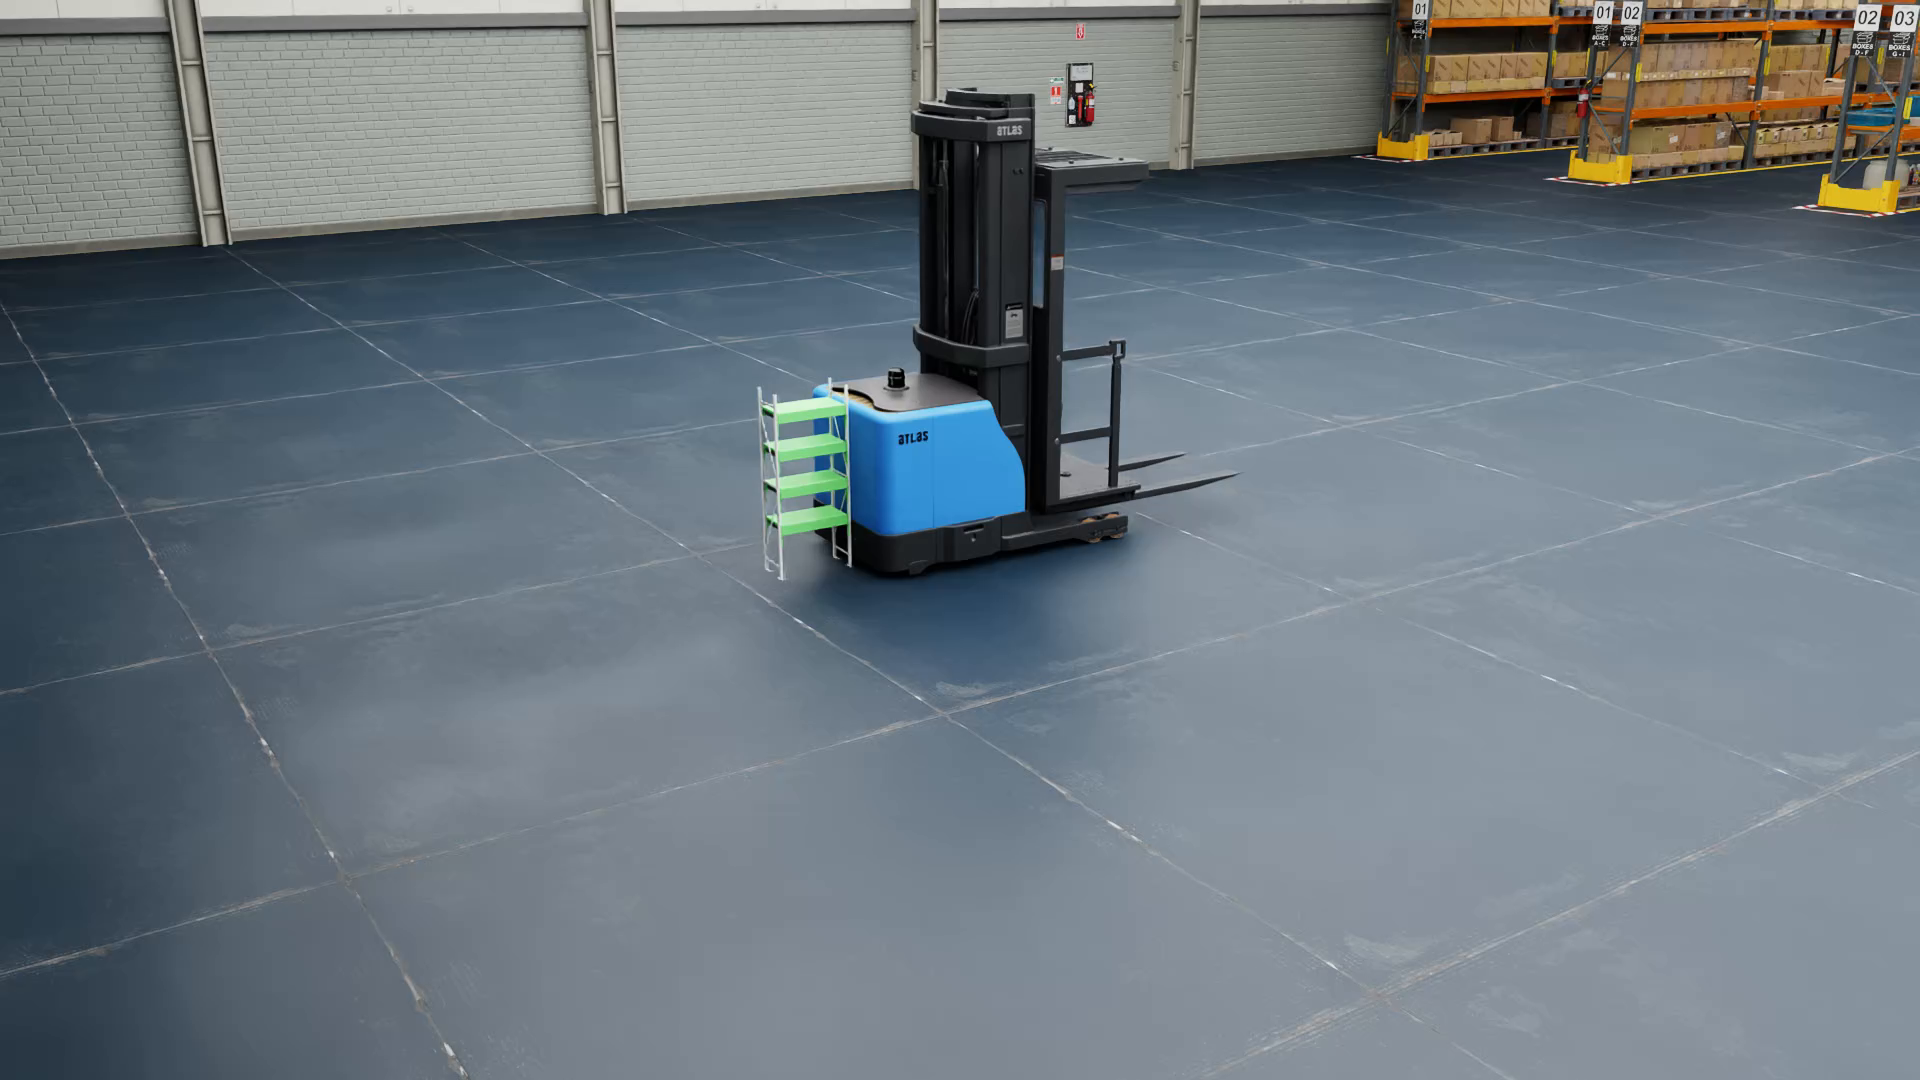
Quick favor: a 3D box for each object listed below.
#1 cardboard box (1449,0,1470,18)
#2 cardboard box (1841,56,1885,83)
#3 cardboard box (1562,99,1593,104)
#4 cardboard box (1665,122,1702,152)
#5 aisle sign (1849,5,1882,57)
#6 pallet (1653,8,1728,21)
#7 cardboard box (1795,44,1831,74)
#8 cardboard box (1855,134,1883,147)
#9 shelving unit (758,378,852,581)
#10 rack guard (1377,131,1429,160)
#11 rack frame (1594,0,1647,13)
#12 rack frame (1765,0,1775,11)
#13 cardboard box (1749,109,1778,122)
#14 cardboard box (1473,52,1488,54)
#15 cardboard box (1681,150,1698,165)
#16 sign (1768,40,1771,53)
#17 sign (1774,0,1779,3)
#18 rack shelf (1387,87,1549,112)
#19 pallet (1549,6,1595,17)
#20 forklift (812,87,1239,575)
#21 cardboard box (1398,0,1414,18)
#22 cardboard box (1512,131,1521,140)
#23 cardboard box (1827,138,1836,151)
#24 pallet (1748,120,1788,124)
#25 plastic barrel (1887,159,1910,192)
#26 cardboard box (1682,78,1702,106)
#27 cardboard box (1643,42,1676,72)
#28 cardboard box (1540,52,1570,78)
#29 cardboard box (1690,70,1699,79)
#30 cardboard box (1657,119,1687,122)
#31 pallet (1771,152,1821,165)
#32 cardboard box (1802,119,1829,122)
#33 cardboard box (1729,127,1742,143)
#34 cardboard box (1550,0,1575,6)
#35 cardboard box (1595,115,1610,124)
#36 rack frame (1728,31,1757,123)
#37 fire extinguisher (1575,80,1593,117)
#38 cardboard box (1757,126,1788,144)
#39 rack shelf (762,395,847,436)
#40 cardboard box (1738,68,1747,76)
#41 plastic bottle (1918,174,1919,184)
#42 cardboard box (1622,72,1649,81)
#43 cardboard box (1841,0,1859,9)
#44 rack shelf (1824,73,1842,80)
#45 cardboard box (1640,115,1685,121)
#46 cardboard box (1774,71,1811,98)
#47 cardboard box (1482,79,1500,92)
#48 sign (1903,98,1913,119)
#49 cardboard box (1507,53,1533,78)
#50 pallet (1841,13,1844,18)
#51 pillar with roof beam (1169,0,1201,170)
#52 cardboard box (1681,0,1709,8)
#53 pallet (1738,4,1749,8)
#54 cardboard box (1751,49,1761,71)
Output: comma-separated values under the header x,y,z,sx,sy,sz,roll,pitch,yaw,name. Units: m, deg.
x,y,z,sx,sy,sz,roll,pitch,yaw,name
10.189,-11.078,34.460,0.500,0.500,0.500,-10,21,-28,cardboard box
19.177,-9.996,35.316,0.700,0.500,0.500,14,23,35,cardboard box
14.048,-9.913,37.928,0.500,0.250,0.500,-13,22,-33,cardboard box
13.856,-7.749,31.950,0.500,0.500,0.500,-12,22,-31,cardboard box
14.529,-8.172,26.674,0.004,0.787,0.394,-12,22,-31,aisle sign
13.656,-9.912,31.335,1.213,0.211,1.003,-12,22,-31,pallet
21.644,-12.260,42.358,0.700,0.700,0.980,-12,22,-32,cardboard box
19.250,-8.636,35.323,0.500,0.500,0.500,-11,22,-29,cardboard box
-0.976,-0.384,10.507,0.503,1.200,0.258,-11,22,-29,shelving unit
9.367,-8.353,35.171,0.348,0.500,1.175,-12,22,-31,rack guard
12.031,-11.041,29.853,0.127,3.000,1.000,-12,22,-31,rack frame
15.372,-11.746,31.937,0.127,3.000,1.000,-12,22,-31,rack frame
20.007,-10.756,41.625,0.500,0.500,0.700,-12,22,-31,cardboard box
11.284,-10.318,36.115,0.500,0.500,0.500,-11,22,-30,cardboard box
13.855,-7.394,32.071,0.500,0.250,0.500,-12,22,-31,cardboard box
19.632,-12.005,40.386,0.005,0.325,0.100,-12,22,-31,sign
15.678,-10.459,31.884,0.005,0.325,0.100,-12,22,-31,sign
10.974,-9.535,35.889,4.000,0.370,1.077,-12,22,-31,rack shelf
13.218,-11.640,36.602,1.003,0.211,1.213,-12,22,-31,pallet
0.547,-1.499,11.103,3.031,2.935,1.130,-11,22,-29,forklift
9.513,-11.143,34.649,0.500,0.500,0.500,-10,21,-28,cardboard box
12.214,-8.992,36.896,0.250,0.166,0.380,-16,24,-38,cardboard box
17.979,-8.255,34.617,0.500,0.250,0.500,-12,22,-32,cardboard box
20.004,-10.429,41.764,1.213,0.211,1.003,-12,22,-31,pallet
15.679,-6.119,27.889,0.421,0.512,0.421,0,19,0,plastic barrel
13.720,-8.599,31.840,0.500,0.500,0.700,-11,22,-30,cardboard box
12.909,-9.043,31.129,0.500,0.500,0.700,-13,22,-33,cardboard box
13.088,-10.564,36.967,0.500,0.500,0.700,-12,22,-31,cardboard box
13.762,-8.836,31.528,0.250,0.149,0.380,-12,22,-31,cardboard box
13.977,-7.981,32.636,0.500,0.500,0.500,-12,22,-31,cardboard box
16.986,-7.939,34.399,1.213,0.211,1.003,-12,22,-31,pallet
18.114,-8.757,35.225,0.500,0.311,0.500,-11,22,-30,cardboard box
15.552,-8.214,33.619,0.500,0.311,0.500,-12,22,-31,cardboard box
13.145,-11.970,36.473,0.500,0.500,0.500,-9,20,-24,cardboard box
14.519,-9.661,38.355,0.500,0.500,0.700,-12,22,-32,cardboard box
19.326,-11.637,40.983,0.127,3.000,1.000,-12,22,-31,rack frame
11.677,-8.266,31.132,0.183,0.674,0.296,-12,22,-31,fire extinguisher
16.275,-8.159,33.456,0.500,0.311,0.500,-12,22,-32,cardboard box
-0.976,-0.778,10.374,0.480,0.148,0.258,-11,22,-29,rack shelf
15.055,-9.110,32.340,0.250,0.149,0.380,-12,22,-33,cardboard box
16.626,-6.264,28.773,0.097,0.201,0.097,0,19,0,plastic bottle
12.477,-8.565,30.728,0.250,0.149,0.380,-12,22,-32,cardboard box
17.937,-10.965,33.890,0.500,0.250,0.500,-11,22,-30,cardboard box
20.996,-11.649,42.141,4.000,0.370,1.077,-12,22,-31,rack shelf
16.671,-10.208,39.456,0.750,0.750,0.750,-12,22,-32,cardboard box
16.881,-9.263,33.805,0.500,0.500,0.500,-12,22,-31,cardboard box
11.164,-9.735,35.559,0.500,0.250,0.500,-12,22,-31,cardboard box
15.051,-6.857,26.411,0.005,0.325,0.100,-12,22,-31,sign
12.006,-10.266,35.961,0.500,0.500,0.500,-12,22,-32,cardboard box
18.195,-10.796,34.108,1.003,0.211,1.213,-11,21,-29,pallet
6.769,-10.512,28.287,0.400,9.000,9.100,-12,22,-31,pillar with roof beam
13.568,-10.152,30.877,0.500,0.500,0.500,-12,22,-31,cardboard box
18.587,-12.793,40.017,1.217,0.209,0.805,-13,23,-34,pallet
19.079,-11.686,40.477,0.500,0.500,0.500,-12,22,-32,cardboard box
